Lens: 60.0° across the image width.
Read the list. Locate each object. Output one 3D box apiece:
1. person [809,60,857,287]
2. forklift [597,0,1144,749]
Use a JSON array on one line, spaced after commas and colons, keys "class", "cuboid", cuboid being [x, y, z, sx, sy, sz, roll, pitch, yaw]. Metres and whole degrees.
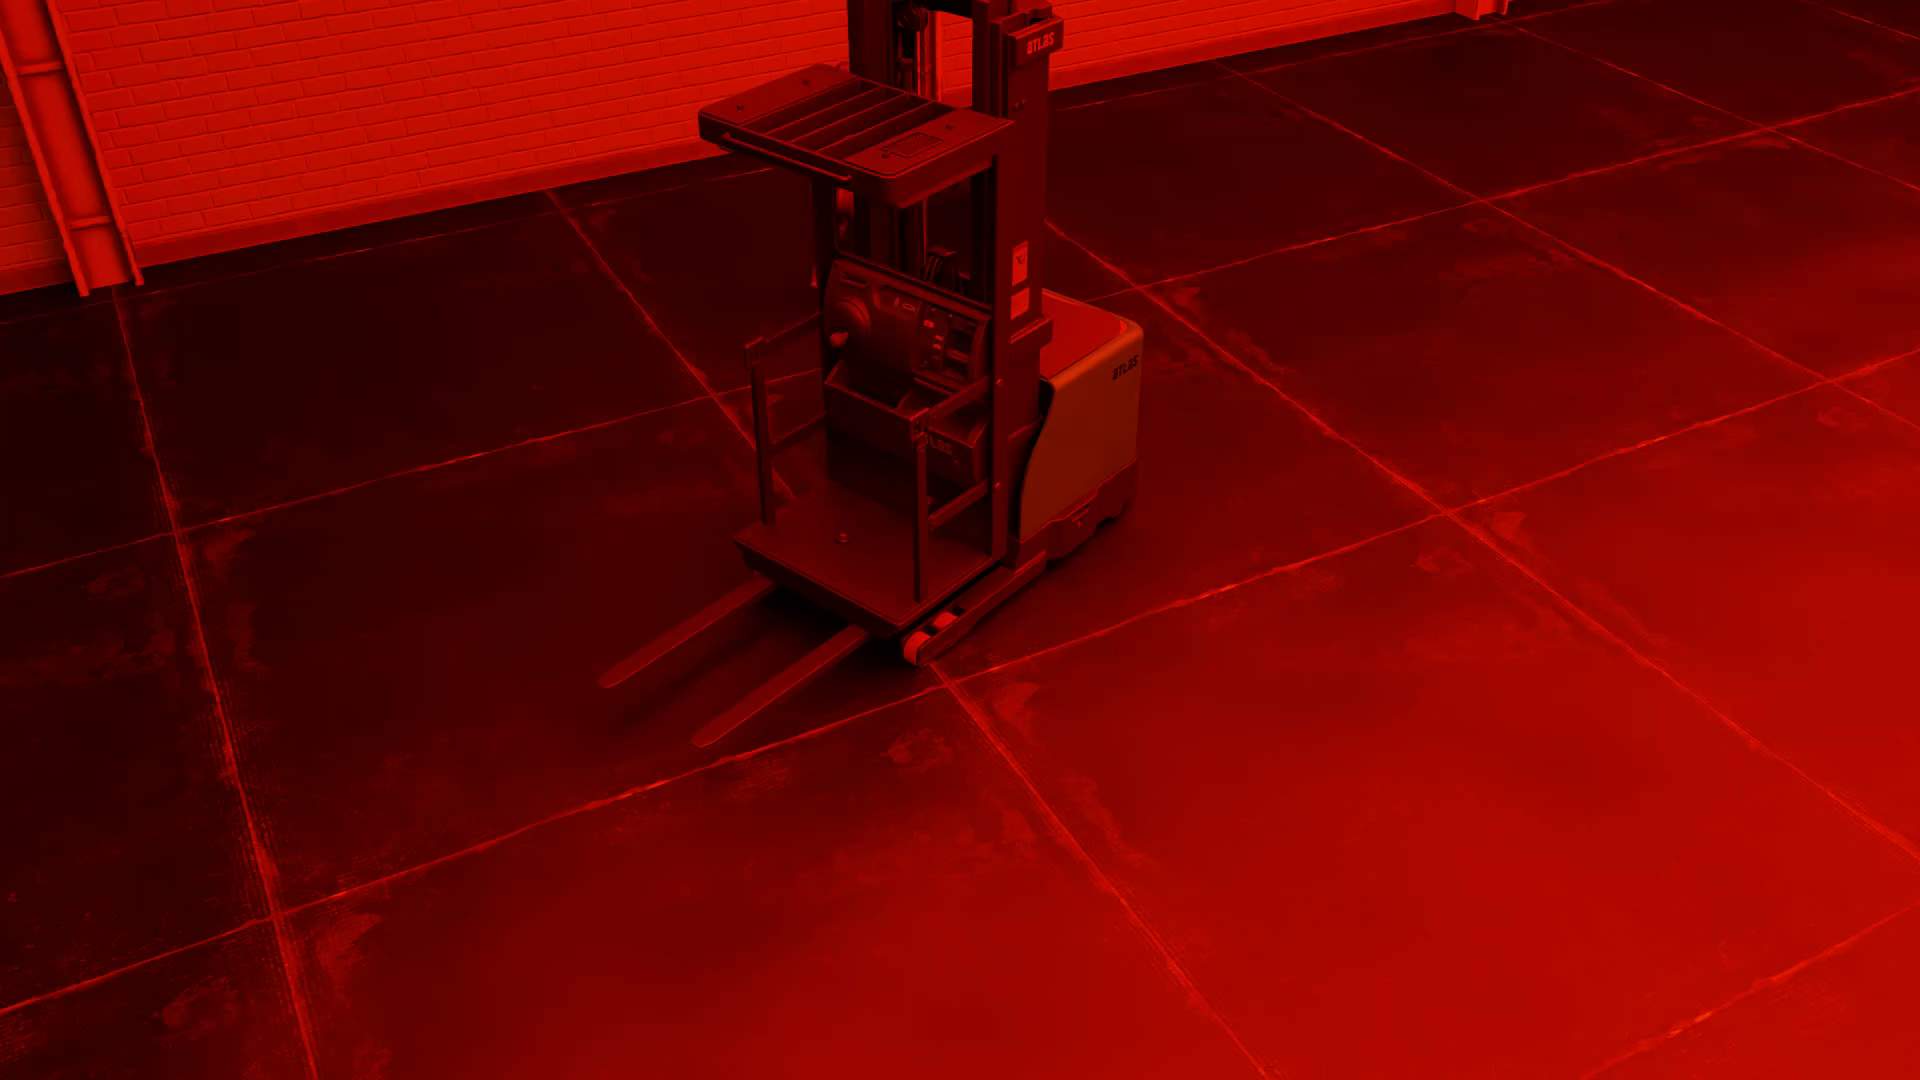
[{"class": "person", "cuboid": [-0.632, -2.276, 10.561, 0.792, 1.534, 0.803, 30, 45, 35]}, {"class": "forklift", "cuboid": [-0.390, -0.927, 7.434, 1.130, 2.935, 3.031, 26, 43, 31]}]
